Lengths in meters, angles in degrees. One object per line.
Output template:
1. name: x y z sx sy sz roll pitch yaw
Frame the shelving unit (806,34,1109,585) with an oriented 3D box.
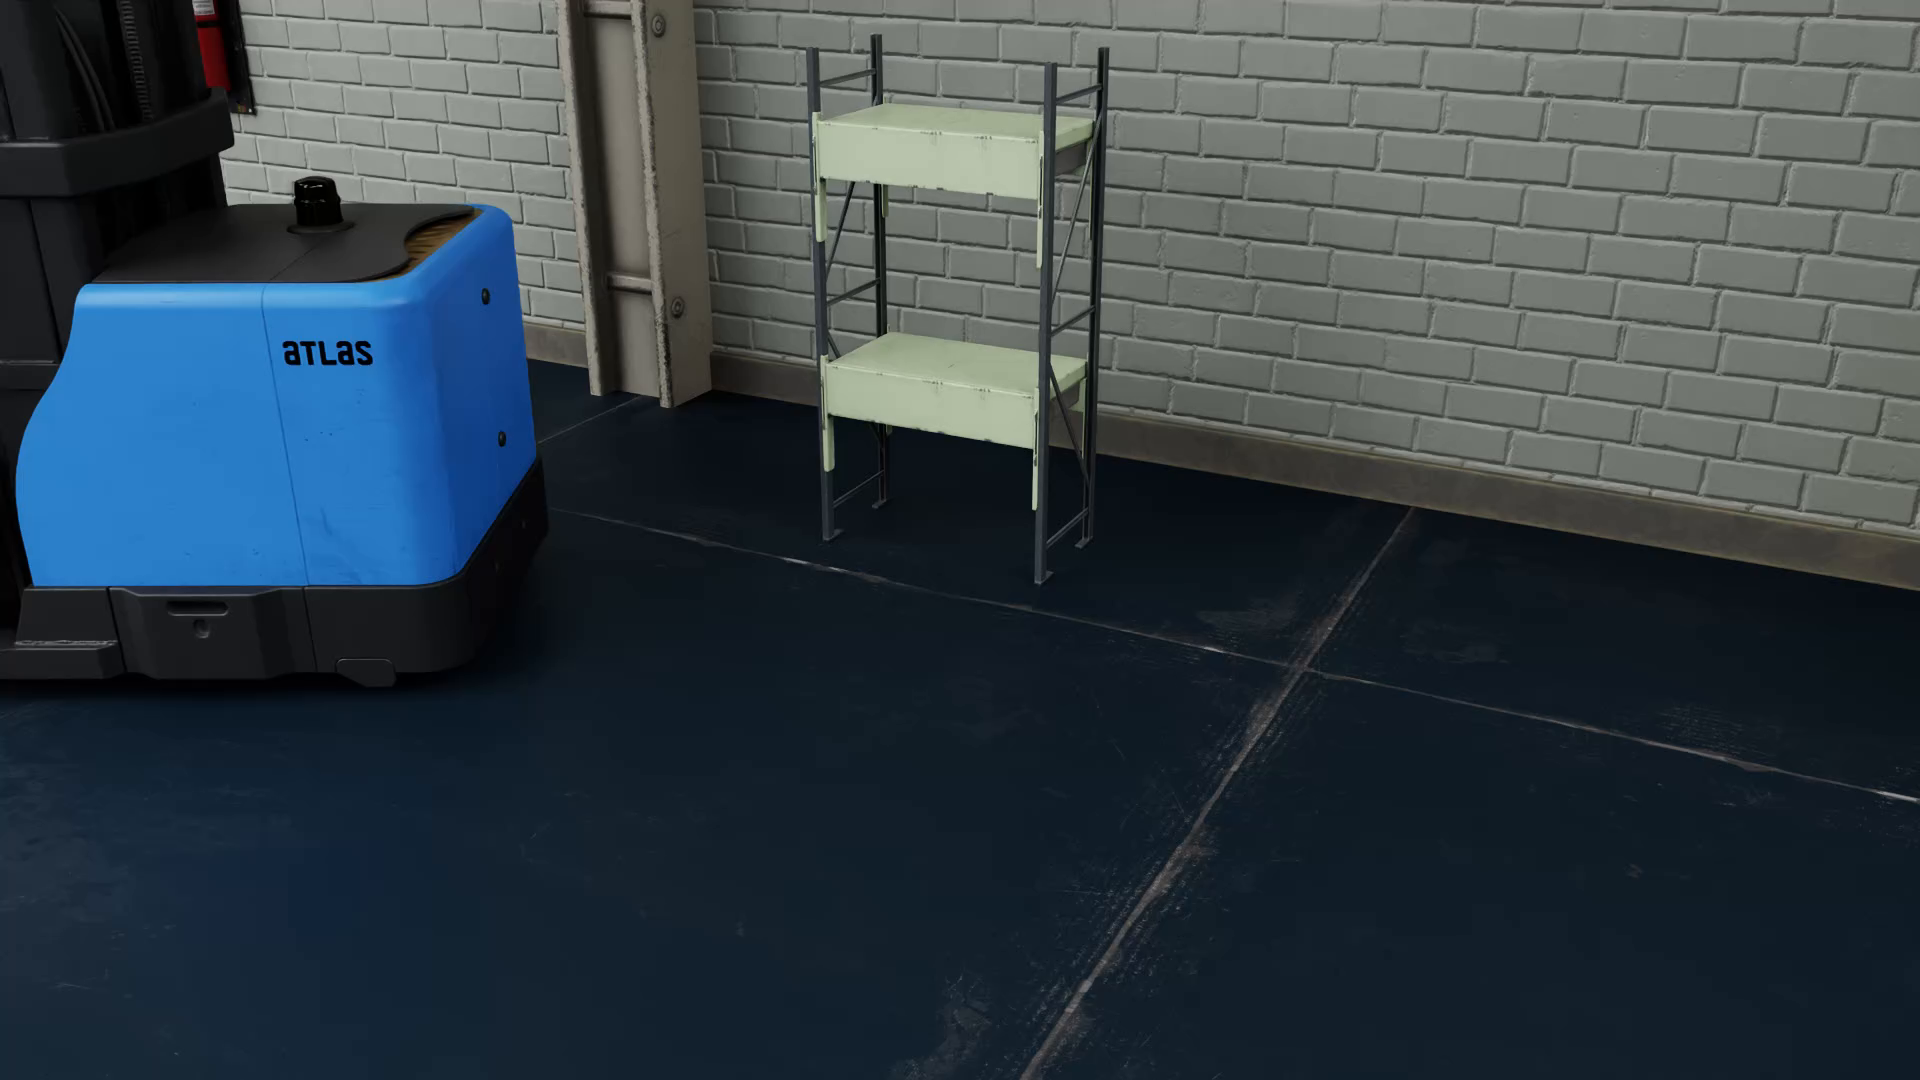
1. shelving unit: -0.006 -0.691 4.959 0.755 1.500 0.431 11 25 25

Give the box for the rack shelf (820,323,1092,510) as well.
1. rack shelf: -0.006 -0.391 5.087 0.720 0.370 0.431 11 25 25

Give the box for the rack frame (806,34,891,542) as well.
1. rack frame: -0.333 -0.756 5.111 0.023 1.500 0.400 11 25 25

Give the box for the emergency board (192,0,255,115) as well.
1. emergency board: -3.415 -2.430 7.130 0.643 1.169 0.194 11 25 25

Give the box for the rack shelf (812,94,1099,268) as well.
1. rack shelf: -0.006 -1.050 4.806 0.720 0.370 0.431 11 25 25

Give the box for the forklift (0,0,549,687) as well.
1. forklift: -2.784 -1.145 4.197 3.031 2.935 1.130 0 23 0

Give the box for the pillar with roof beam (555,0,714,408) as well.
1. pillar with roof beam: -3.170 -3.237 1.363 0.400 9.000 9.100 11 25 25

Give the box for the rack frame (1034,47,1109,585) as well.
1. rack frame: 0.321 -0.627 4.807 0.023 1.500 0.400 11 25 25
